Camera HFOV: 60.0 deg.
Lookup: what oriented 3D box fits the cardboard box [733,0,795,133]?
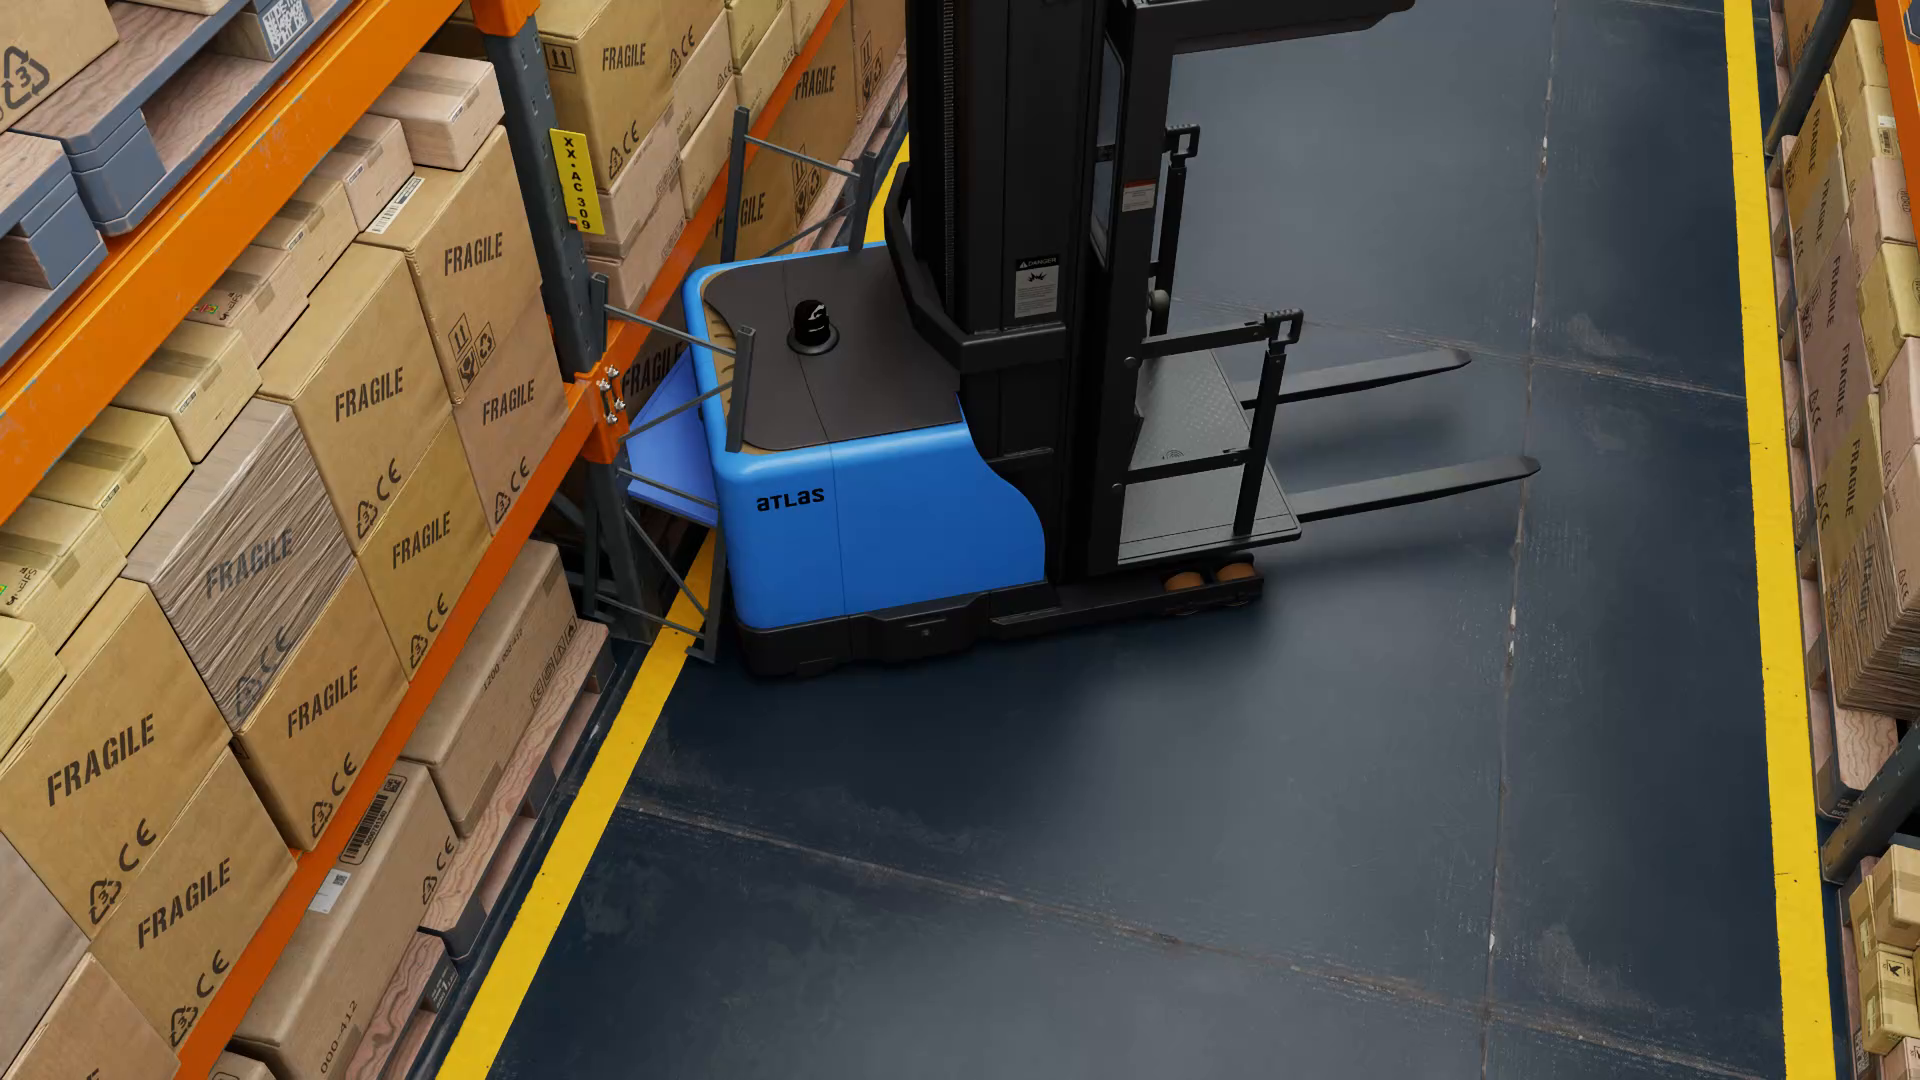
[{"bbox_3d":[-0.907,-1.713,5.861,0.500,0.250,0.500,11,50,10],"label":"cardboard box"}]

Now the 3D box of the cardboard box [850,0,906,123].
[{"bbox_3d":[-0.771,-2.600,7.681,0.875,0.875,0.875,11,50,10],"label":"cardboard box"}]

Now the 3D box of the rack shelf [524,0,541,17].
[{"bbox_3d":[-1.036,-2.955,5.337,1.077,0.370,4.000,12,50,10],"label":"rack shelf"}]

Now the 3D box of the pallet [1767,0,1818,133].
[{"bbox_3d":[4.573,-2.376,8.206,1.003,0.211,1.213,12,50,10],"label":"pallet"}]

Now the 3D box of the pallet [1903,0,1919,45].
[{"bbox_3d":[4.208,-2.143,6.269,1.213,0.211,1.003,12,50,10],"label":"pallet"}]

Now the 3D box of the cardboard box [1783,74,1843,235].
[{"bbox_3d":[3.861,-1.594,7.043,0.500,0.500,0.500,10,49,8],"label":"cardboard box"}]

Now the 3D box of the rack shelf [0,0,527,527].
[{"bbox_3d":[-2.088,-0.062,2.783,1.077,0.370,4.000,12,50,10],"label":"rack shelf"}]

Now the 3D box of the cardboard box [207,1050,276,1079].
[{"bbox_3d":[-2.305,1.688,4.189,0.875,0.438,0.875,13,50,11],"label":"cardboard box"}]

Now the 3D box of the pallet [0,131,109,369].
[{"bbox_3d":[-2.111,-0.248,2.526,1.003,0.211,1.213,12,50,10],"label":"pallet"}]

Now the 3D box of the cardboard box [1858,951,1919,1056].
[{"bbox_3d":[2.764,1.347,4.682,0.380,0.149,0.250,13,50,11],"label":"cardboard box"}]

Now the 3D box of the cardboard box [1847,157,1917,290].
[{"bbox_3d":[3.602,-1.130,6.134,0.500,0.250,0.500,12,50,10],"label":"cardboard box"}]

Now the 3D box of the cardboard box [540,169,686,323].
[{"bbox_3d":[-1.192,-0.970,5.206,0.500,0.250,0.500,11,49,9],"label":"cardboard box"}]

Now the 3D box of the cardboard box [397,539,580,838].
[{"bbox_3d":[-1.831,0.388,5.336,0.875,0.438,0.875,11,49,9],"label":"cardboard box"}]

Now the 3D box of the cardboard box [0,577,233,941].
[{"bbox_3d":[-1.826,0.374,3.185,0.500,0.500,0.500,12,50,10],"label":"cardboard box"}]

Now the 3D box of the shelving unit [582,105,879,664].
[{"bbox_3d":[-0.795,-0.502,5.635,0.538,1.500,1.048,20,46,5],"label":"shelving unit"}]

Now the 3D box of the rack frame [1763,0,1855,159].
[{"bbox_3d":[4.293,-2.743,6.671,1.000,3.000,0.127,12,50,10],"label":"rack frame"}]

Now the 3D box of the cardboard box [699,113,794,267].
[{"bbox_3d":[-1.246,-1.309,6.542,0.875,0.875,0.875,13,50,11],"label":"cardboard box"}]

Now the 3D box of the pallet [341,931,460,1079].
[{"bbox_3d":[-2.157,1.589,4.707,1.003,0.211,1.213,12,50,10],"label":"pallet"}]

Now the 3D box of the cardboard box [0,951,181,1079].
[{"bbox_3d":[-1.954,1.080,3.229,0.500,0.500,0.500,11,50,10],"label":"cardboard box"}]

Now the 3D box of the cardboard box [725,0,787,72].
[{"bbox_3d":[-0.906,-1.875,5.671,0.500,0.250,0.500,12,50,11],"label":"cardboard box"}]

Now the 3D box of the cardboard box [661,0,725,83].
[{"bbox_3d":[-1.062,-1.753,5.063,0.500,0.500,0.500,11,50,10],"label":"cardboard box"}]

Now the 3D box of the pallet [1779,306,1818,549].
[{"bbox_3d":[3.763,-0.376,6.441,1.003,0.211,1.213,12,50,10],"label":"pallet"}]

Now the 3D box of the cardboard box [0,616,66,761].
[{"bbox_3d":[-1.806,0.245,2.867,0.380,0.149,0.250,10,49,9],"label":"cardboard box"}]

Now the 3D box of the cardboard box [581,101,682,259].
[{"bbox_3d":[-1.174,-1.132,5.015,0.500,0.250,0.500,10,49,9],"label":"cardboard box"}]

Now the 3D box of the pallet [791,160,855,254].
[{"bbox_3d":[-1.113,-1.289,7.247,1.003,0.211,1.213,12,50,10],"label":"pallet"}]

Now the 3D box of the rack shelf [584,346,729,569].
[{"bbox_3d":[-0.827,-0.380,5.764,0.538,0.185,1.000,20,46,5],"label":"rack shelf"}]

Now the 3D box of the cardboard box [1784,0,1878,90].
[{"bbox_3d":[4.540,-2.561,7.730,1.050,0.750,0.750,11,49,10],"label":"cardboard box"}]

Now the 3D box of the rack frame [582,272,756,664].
[{"bbox_3d":[-0.953,-0.170,5.284,0.500,1.500,0.032,20,46,5],"label":"rack frame"}]

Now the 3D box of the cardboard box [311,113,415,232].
[{"bbox_3d":[-1.510,-0.878,3.858,0.380,0.149,0.250,13,50,11],"label":"cardboard box"}]

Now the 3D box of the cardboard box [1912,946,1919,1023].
[{"bbox_3d":[2.856,1.256,4.564,0.380,0.149,0.250,12,50,10],"label":"cardboard box"}]

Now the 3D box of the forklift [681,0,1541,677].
[{"bbox_3d":[0.614,-1.076,5.245,3.031,2.935,1.130,-10,49,-9],"label":"forklift"}]

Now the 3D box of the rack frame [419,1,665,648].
[{"bbox_3d":[-1.562,-0.754,4.915,1.000,3.000,0.127,12,50,10],"label":"rack frame"}]

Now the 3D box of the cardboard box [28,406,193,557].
[{"bbox_3d":[-1.734,-0.135,3.202,0.380,0.149,0.250,11,49,9],"label":"cardboard box"}]

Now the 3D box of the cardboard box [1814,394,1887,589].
[{"bbox_3d":[3.327,-0.118,5.741,0.500,0.500,0.500,11,49,9],"label":"cardboard box"}]

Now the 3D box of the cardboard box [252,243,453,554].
[{"bbox_3d":[-1.561,-0.357,3.830,0.500,0.500,0.500,11,49,9],"label":"cardboard box"}]

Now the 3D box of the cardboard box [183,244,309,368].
[{"bbox_3d":[-1.635,-0.512,3.535,0.380,0.149,0.250,11,50,10],"label":"cardboard box"}]

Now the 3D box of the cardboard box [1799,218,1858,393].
[{"bbox_3d":[3.601,-0.857,6.393,0.500,0.500,0.500,10,49,9],"label":"cardboard box"}]

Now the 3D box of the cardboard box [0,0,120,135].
[{"bbox_3d":[-1.886,-0.971,2.690,0.797,0.503,0.637,15,50,13],"label":"cardboard box"}]

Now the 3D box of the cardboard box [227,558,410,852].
[{"bbox_3d":[-1.686,0.339,3.884,0.500,0.500,0.500,11,49,9],"label":"cardboard box"}]

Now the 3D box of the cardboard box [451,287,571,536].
[{"bbox_3d":[-1.438,-0.401,4.537,0.500,0.500,0.500,12,50,10],"label":"cardboard box"}]

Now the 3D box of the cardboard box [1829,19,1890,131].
[{"bbox_3d":[3.878,-1.852,6.771,0.500,0.250,0.500,10,49,8],"label":"cardboard box"}]

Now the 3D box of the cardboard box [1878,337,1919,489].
[{"bbox_3d":[3.340,-0.368,5.461,0.500,0.250,0.500,14,50,12],"label":"cardboard box"}]
